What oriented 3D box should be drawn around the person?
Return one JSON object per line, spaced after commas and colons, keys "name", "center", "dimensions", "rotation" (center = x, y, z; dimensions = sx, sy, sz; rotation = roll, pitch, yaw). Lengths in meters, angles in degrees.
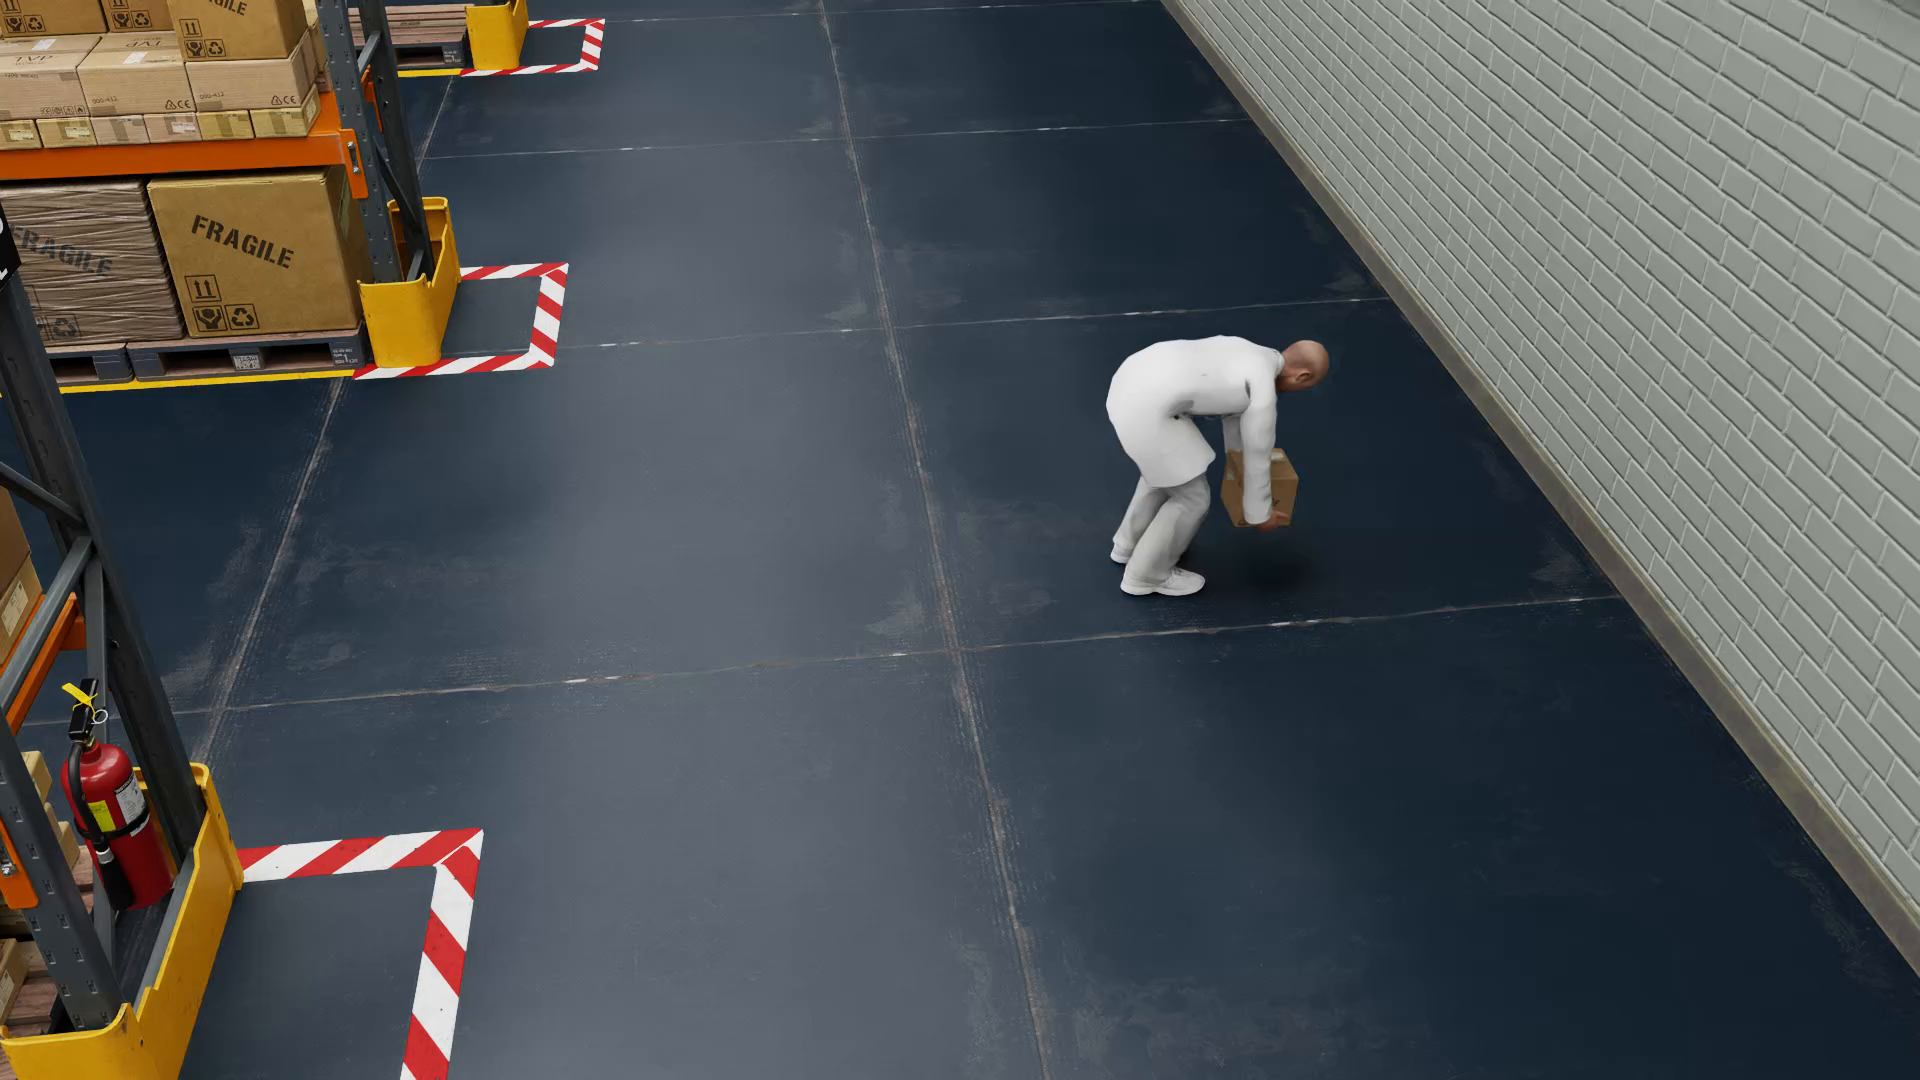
{"name": "person", "center": [1.094, -0.342, 7.224], "dimensions": [0.948, 1.140, 0.568], "rotation": [-6, 35, -8]}
